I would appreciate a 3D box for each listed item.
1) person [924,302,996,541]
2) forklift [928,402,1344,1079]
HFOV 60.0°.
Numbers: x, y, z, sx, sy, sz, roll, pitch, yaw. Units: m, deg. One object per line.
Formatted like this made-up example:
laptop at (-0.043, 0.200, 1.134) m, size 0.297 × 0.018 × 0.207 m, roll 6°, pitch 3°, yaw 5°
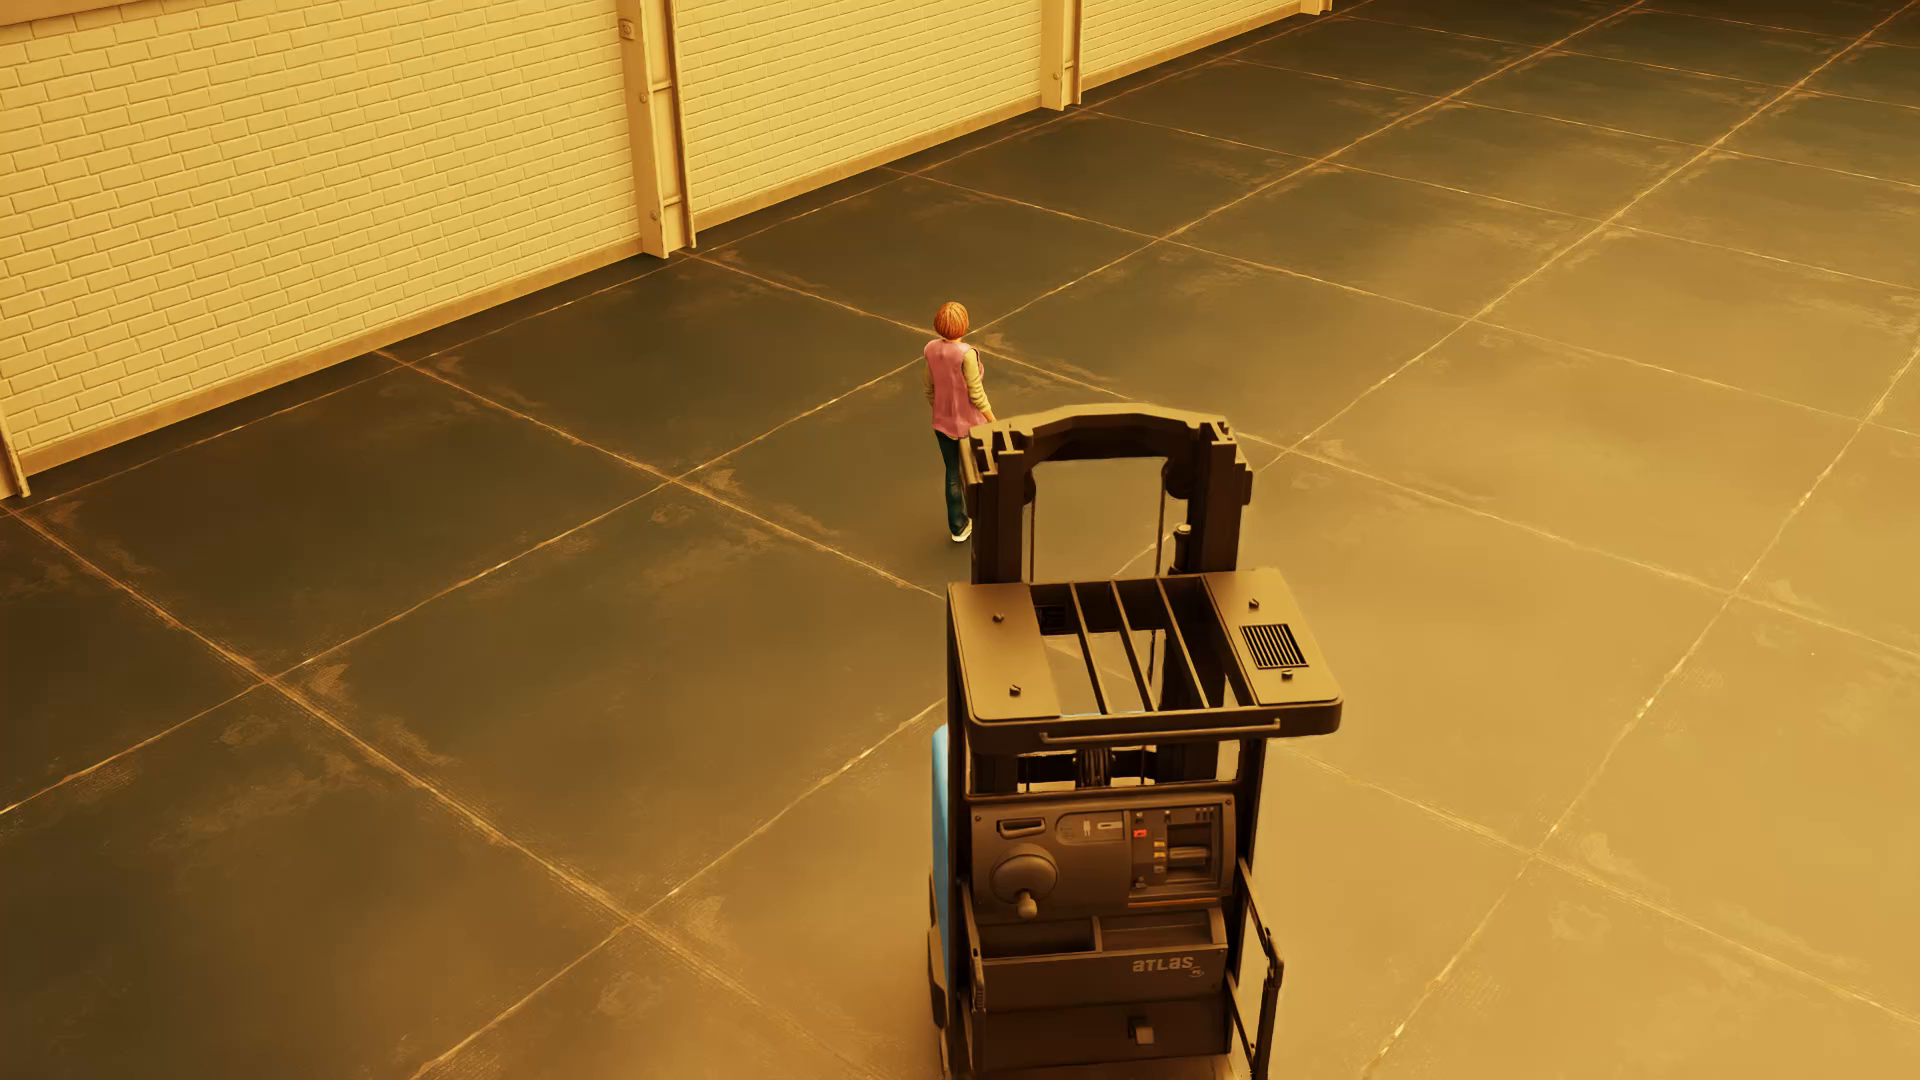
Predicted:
person at (0.058, -0.715, 10.140) m, size 0.520 × 1.585 × 0.473 m, roll 22°, pitch 37°, yaw 33°
forklift at (0.526, 1.149, 5.628) m, size 1.130 × 2.935 × 3.031 m, roll -3°, pitch 30°, yaw -5°
